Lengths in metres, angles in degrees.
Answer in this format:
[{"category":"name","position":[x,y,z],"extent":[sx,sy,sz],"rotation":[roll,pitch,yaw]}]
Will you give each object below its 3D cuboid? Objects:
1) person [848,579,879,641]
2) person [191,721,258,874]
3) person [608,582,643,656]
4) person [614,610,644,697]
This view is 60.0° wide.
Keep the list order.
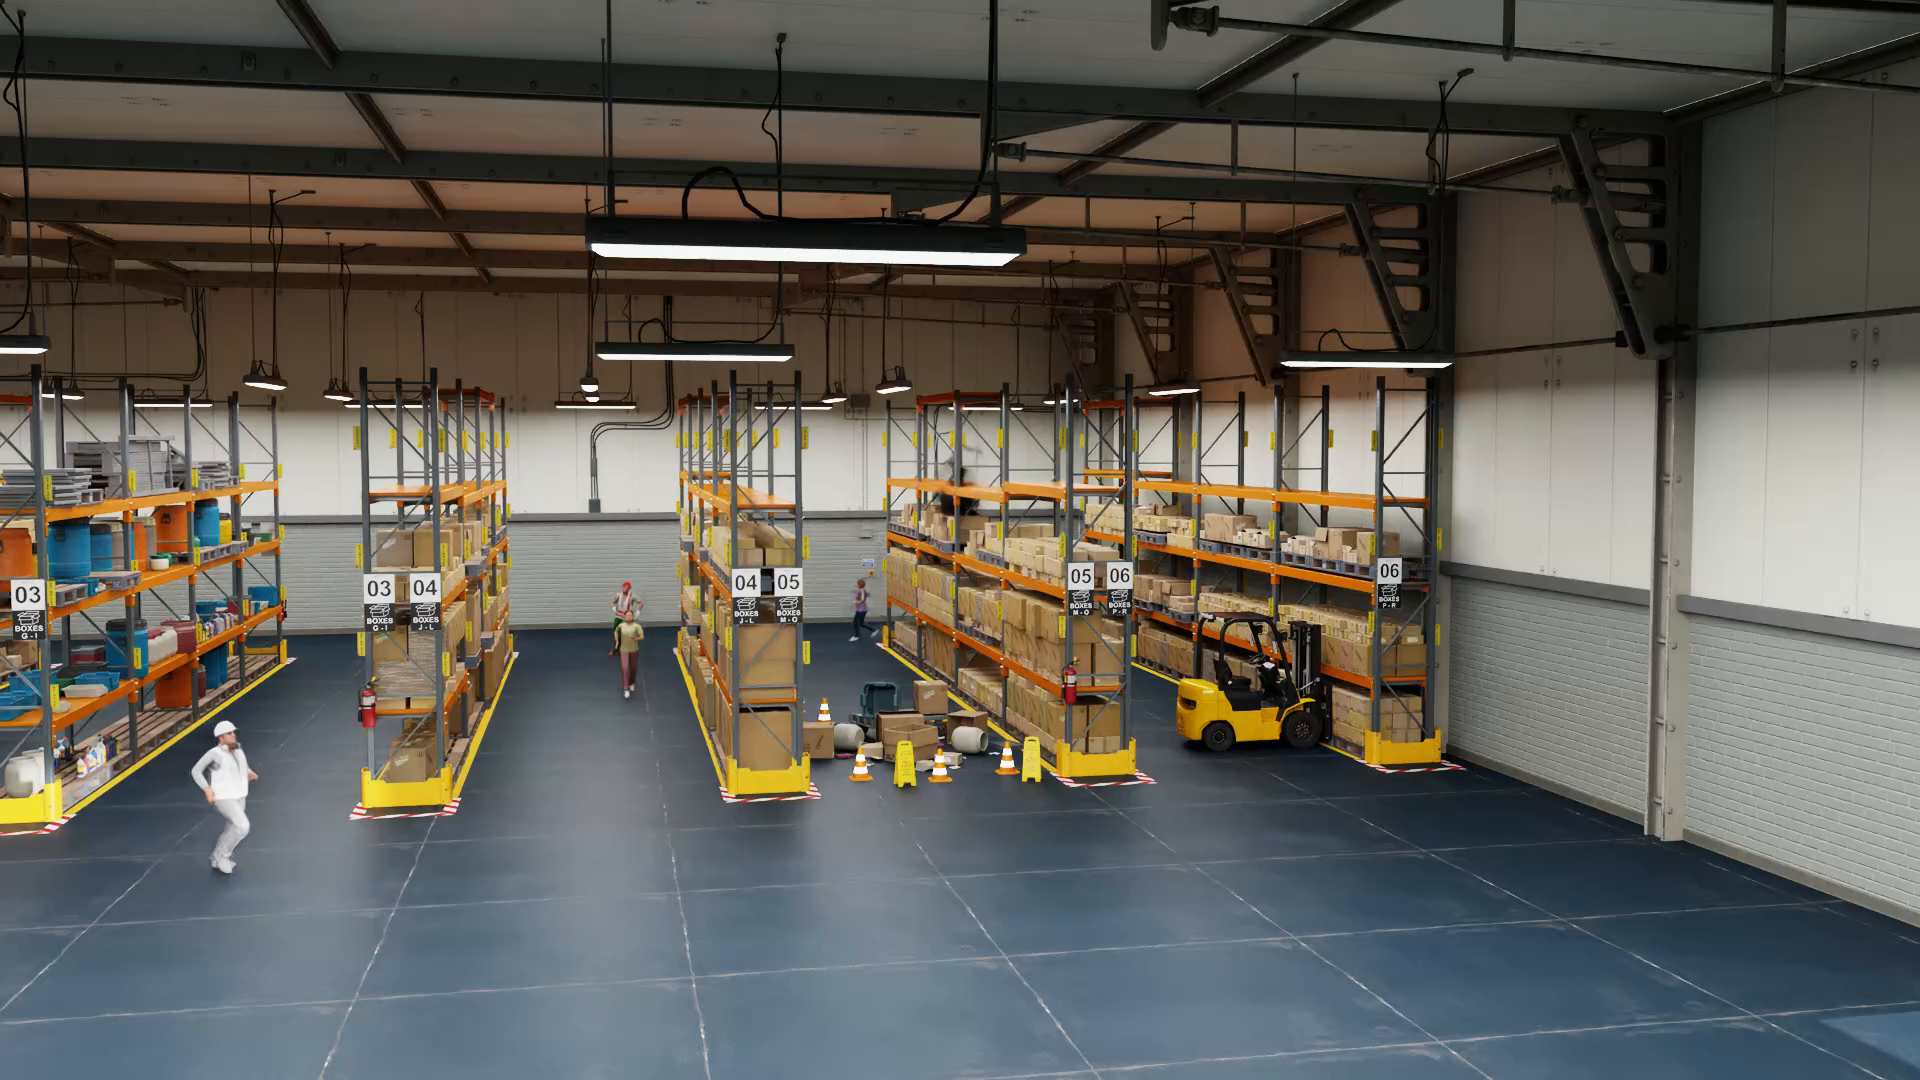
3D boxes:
[{"category":"person","position":[-2.411,1.764,41.599],"extent":[0.772,1.577,0.581],"rotation":[0,3,-5]},{"category":"person","position":[-8.431,2.972,19.243],"extent":[0.670,1.751,0.639],"rotation":[1,4,14]},{"category":"person","position":[-7.871,1.841,38.907],"extent":[0.764,1.754,0.756],"rotation":[1,4,17]},{"category":"person","position":[-6.482,2.194,32.616],"extent":[0.575,1.660,0.951],"rotation":[-1,3,-11]}]
